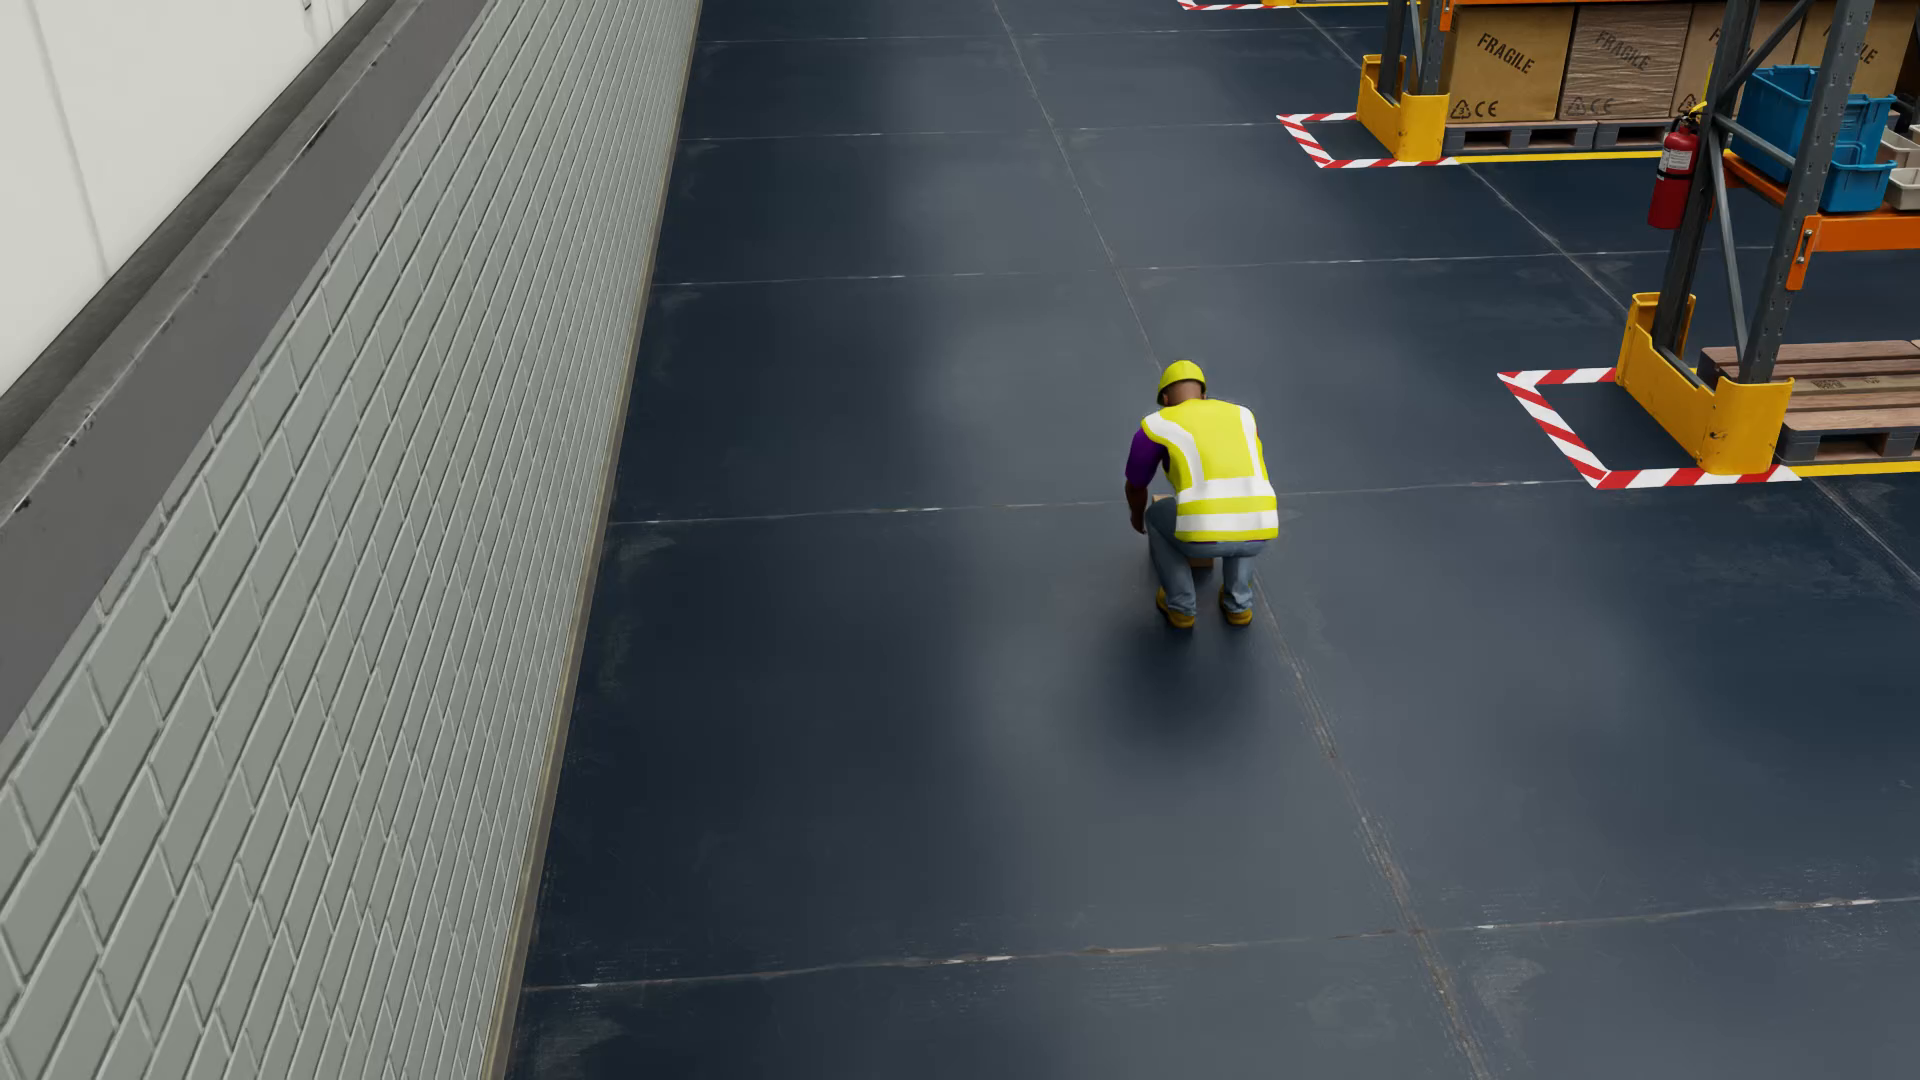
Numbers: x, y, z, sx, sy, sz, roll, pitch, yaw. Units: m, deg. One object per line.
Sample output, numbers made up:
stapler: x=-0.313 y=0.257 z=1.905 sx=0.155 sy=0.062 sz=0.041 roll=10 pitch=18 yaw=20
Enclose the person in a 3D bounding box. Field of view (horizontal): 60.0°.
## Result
person: x=1.024 y=-0.179 z=7.164 sx=0.584 sy=0.995 sz=0.878 roll=-3 pitch=31 yaw=-5
